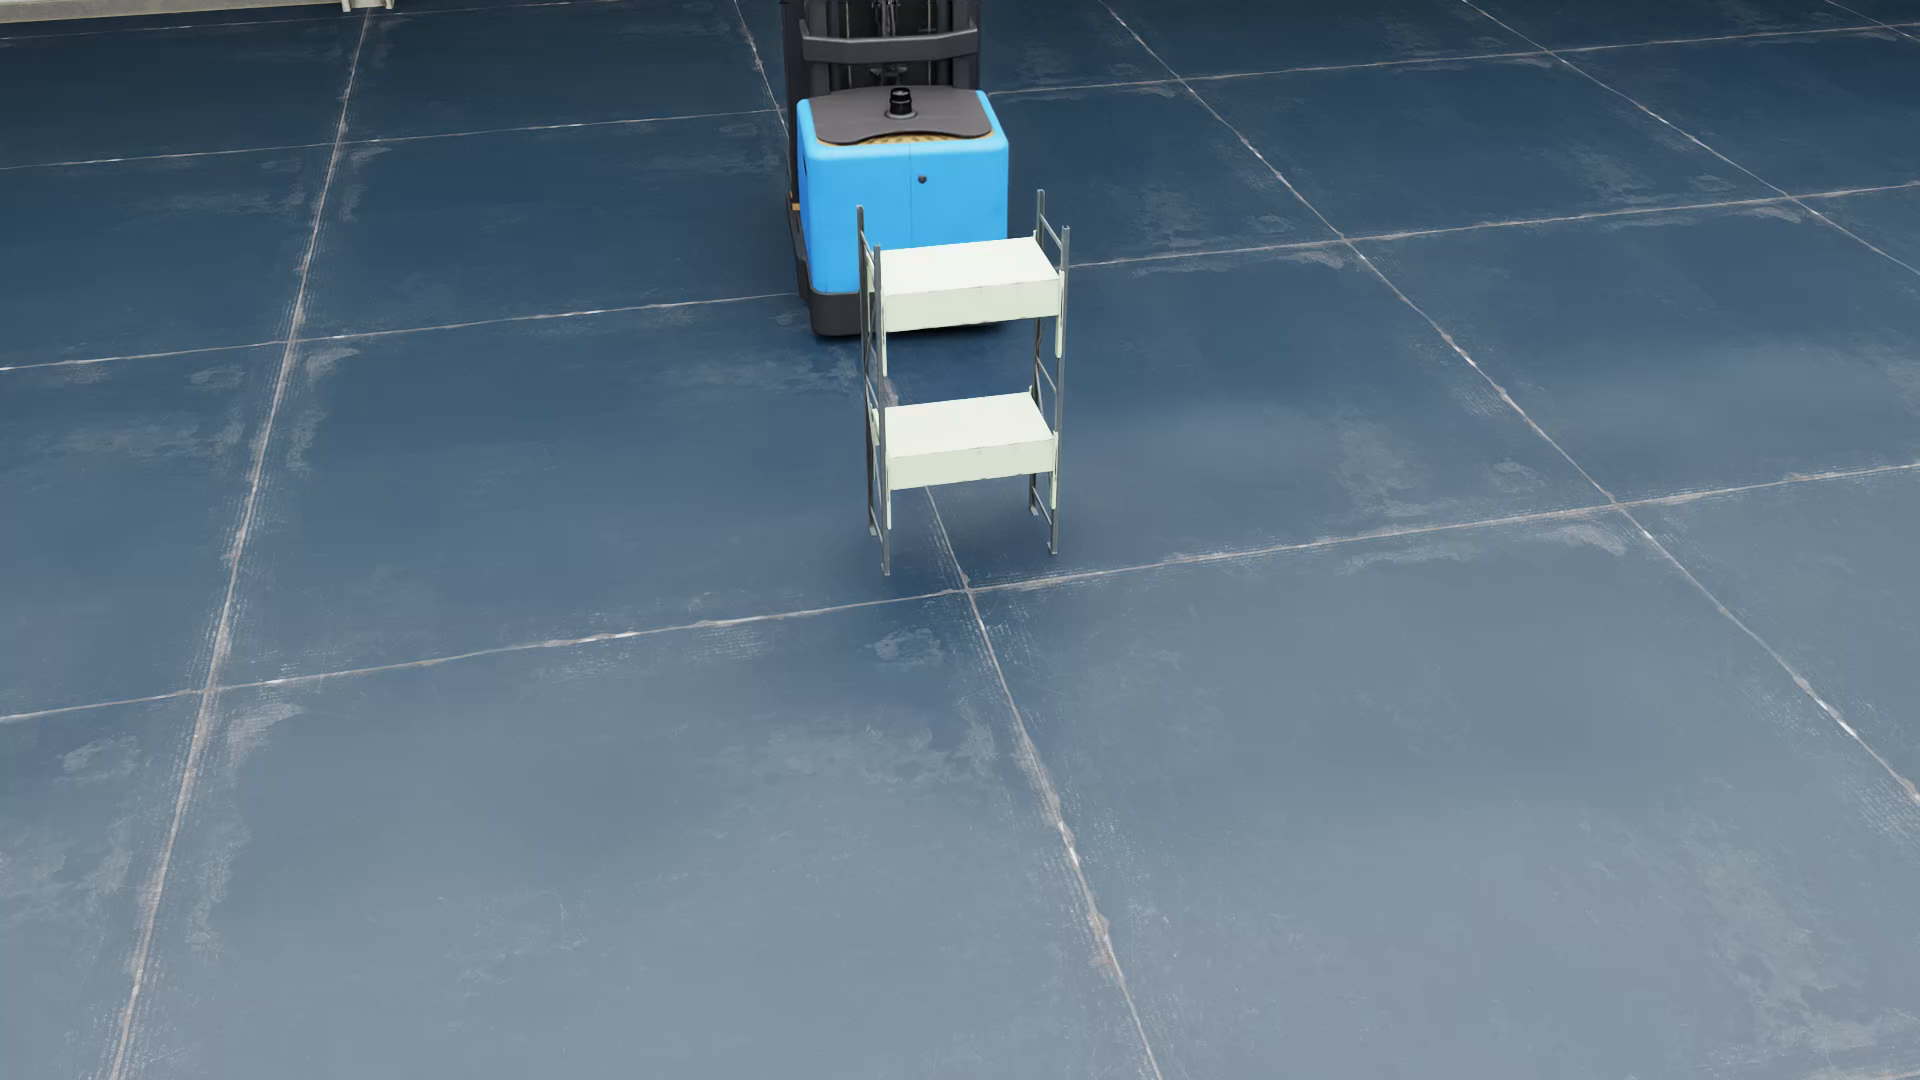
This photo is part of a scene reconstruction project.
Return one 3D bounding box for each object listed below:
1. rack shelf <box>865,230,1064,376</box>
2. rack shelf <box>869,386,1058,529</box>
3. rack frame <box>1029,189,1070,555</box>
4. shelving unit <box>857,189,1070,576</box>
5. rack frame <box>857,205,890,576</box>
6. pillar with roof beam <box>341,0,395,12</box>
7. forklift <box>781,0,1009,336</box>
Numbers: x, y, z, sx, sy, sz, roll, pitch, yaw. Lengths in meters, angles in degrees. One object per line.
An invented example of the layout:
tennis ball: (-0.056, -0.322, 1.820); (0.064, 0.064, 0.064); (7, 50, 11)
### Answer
rack shelf: (0.007, -0.948, 6.616); (0.720, 0.370, 0.431); (-7, 35, -11)
rack shelf: (0.007, -0.353, 7.015); (0.720, 0.370, 0.431); (-7, 35, -11)
rack frame: (0.363, -0.669, 6.900); (0.023, 1.500, 0.400); (-7, 35, -11)
shelving unit: (0.007, -0.624, 6.833); (0.755, 1.500, 0.431); (-7, 35, -11)
rack frame: (-0.350, -0.579, 6.766); (0.023, 1.500, 0.400); (-7, 35, -11)
pillar with roof beam: (-4.000, -5.881, 7.938); (0.400, 9.000, 9.100); (-7, 35, -11)
forklift: (-0.467, -3.097, 9.234); (1.130, 2.935, 3.031); (-5, 34, -7)
